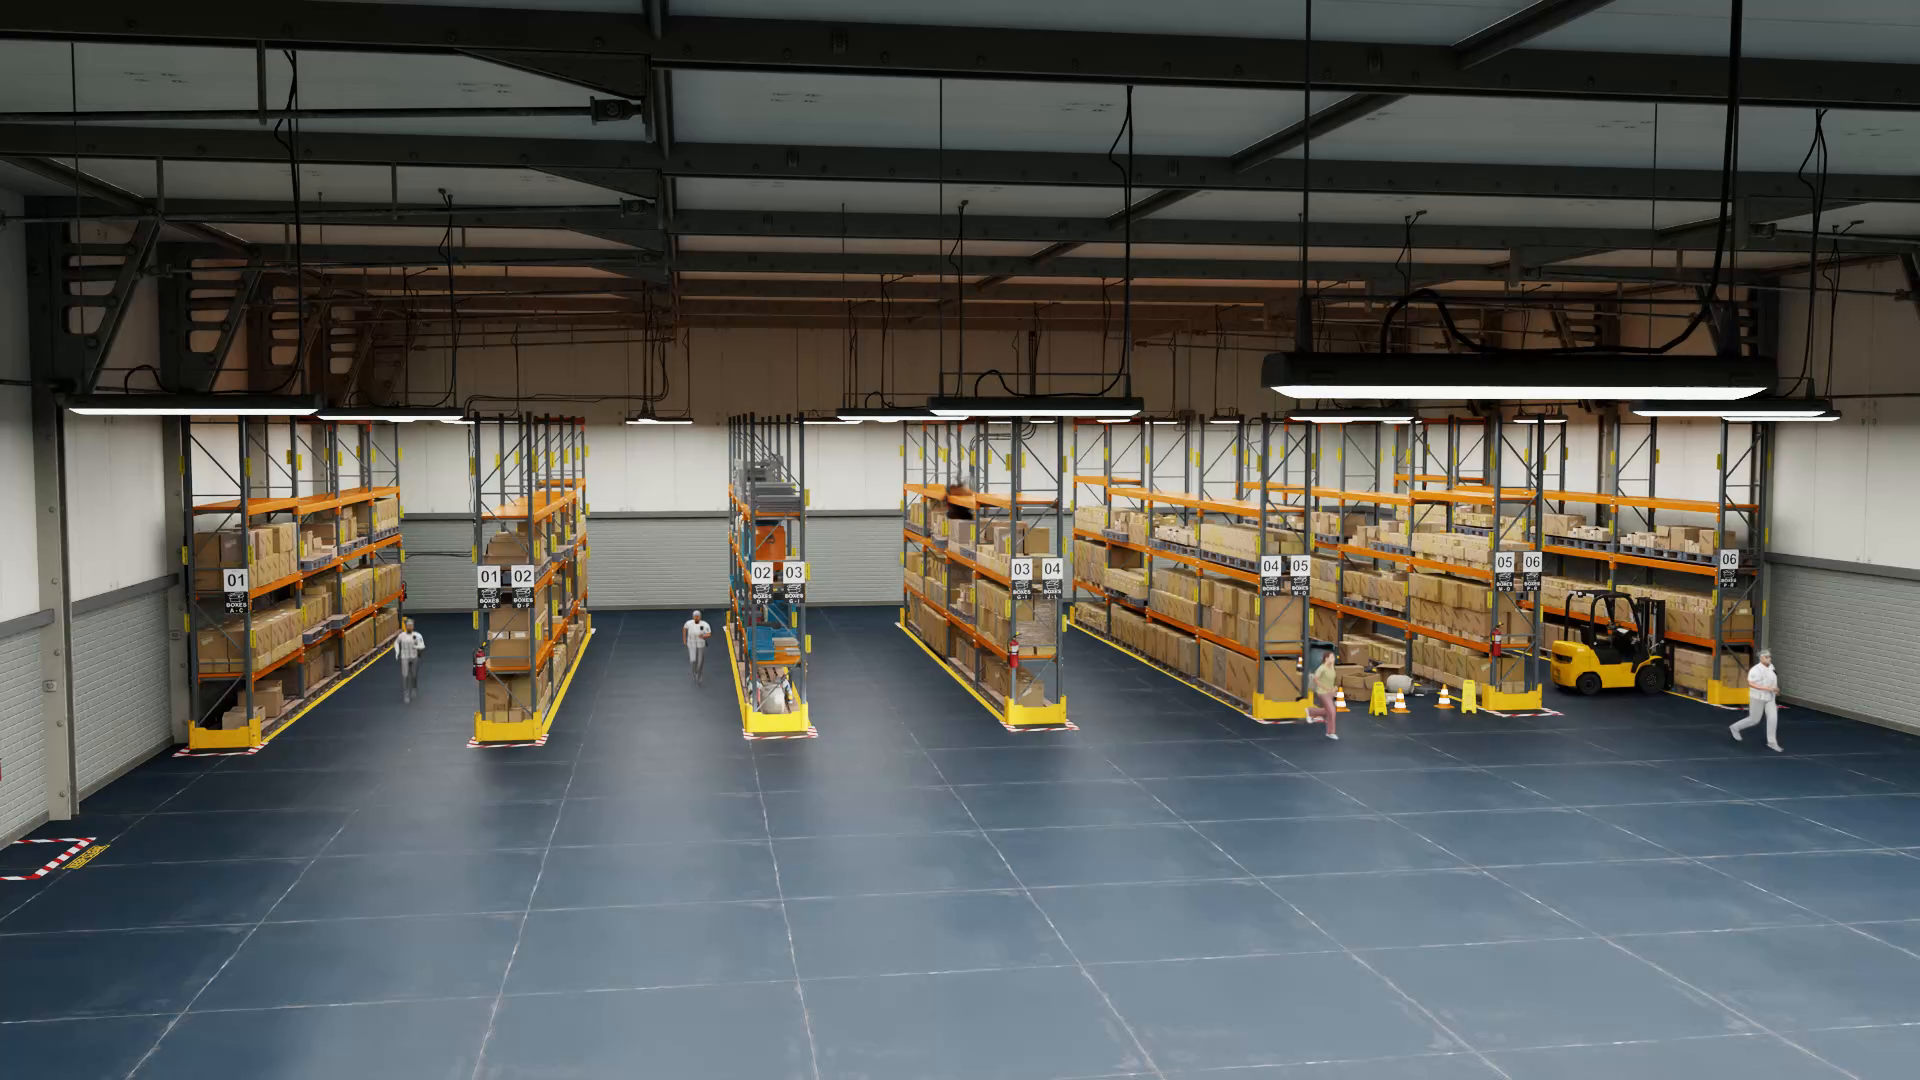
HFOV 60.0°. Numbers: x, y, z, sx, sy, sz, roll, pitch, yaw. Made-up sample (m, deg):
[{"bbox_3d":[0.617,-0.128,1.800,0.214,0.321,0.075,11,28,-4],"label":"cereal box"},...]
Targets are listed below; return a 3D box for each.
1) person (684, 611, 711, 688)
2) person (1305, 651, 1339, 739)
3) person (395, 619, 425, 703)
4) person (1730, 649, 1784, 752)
[{"bbox_3d":[-5.817,2.403,36.848,0.627,1.713,0.844,0,4,-4],"label":"person"},{"bbox_3d":[6.692,2.843,30.753,0.713,1.638,0.605,4,5,44],"label":"person"},{"bbox_3d":[-11.476,2.492,34.698,0.599,1.708,0.849,-1,4,-18],"label":"person"},{"bbox_3d":[14.286,2.823,29.676,0.672,1.799,0.966,-2,4,-23],"label":"person"}]
